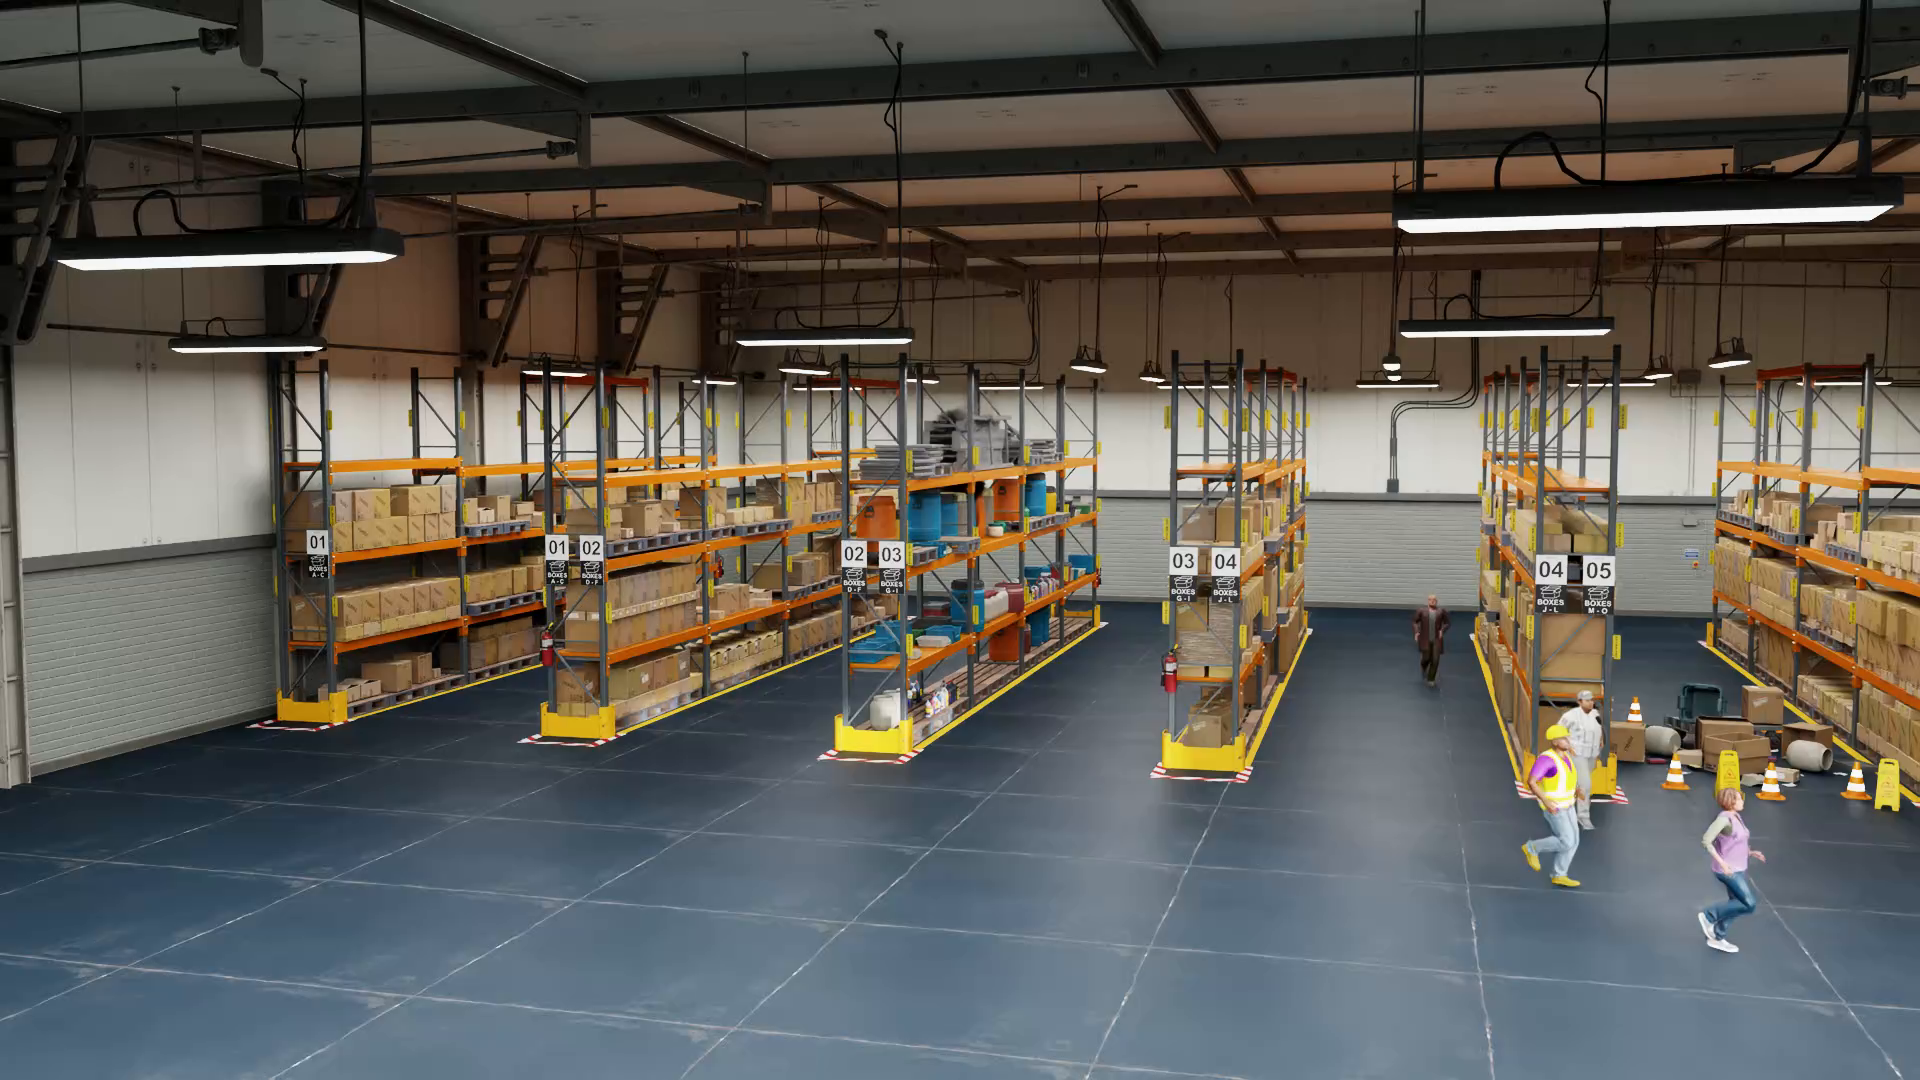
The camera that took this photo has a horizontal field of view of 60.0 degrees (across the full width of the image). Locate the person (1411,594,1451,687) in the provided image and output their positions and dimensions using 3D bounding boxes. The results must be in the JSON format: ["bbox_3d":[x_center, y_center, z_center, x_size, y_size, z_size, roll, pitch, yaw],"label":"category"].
[{"bbox_3d":[8.889,1.887,31.372,0.710,1.733,0.637,1,4,11],"label":"person"}]

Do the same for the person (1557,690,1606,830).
[{"bbox_3d":[7.700,2.695,20.692,0.617,1.711,0.804,-2,4,-23],"label":"person"}]

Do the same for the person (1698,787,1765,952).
[{"bbox_3d":[7.260,3.103,15.623,0.537,1.558,0.530,3,5,39],"label":"person"}]

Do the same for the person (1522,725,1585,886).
[{"bbox_3d":[6.418,2.853,17.952,0.618,1.724,0.718,4,6,45],"label":"person"}]
